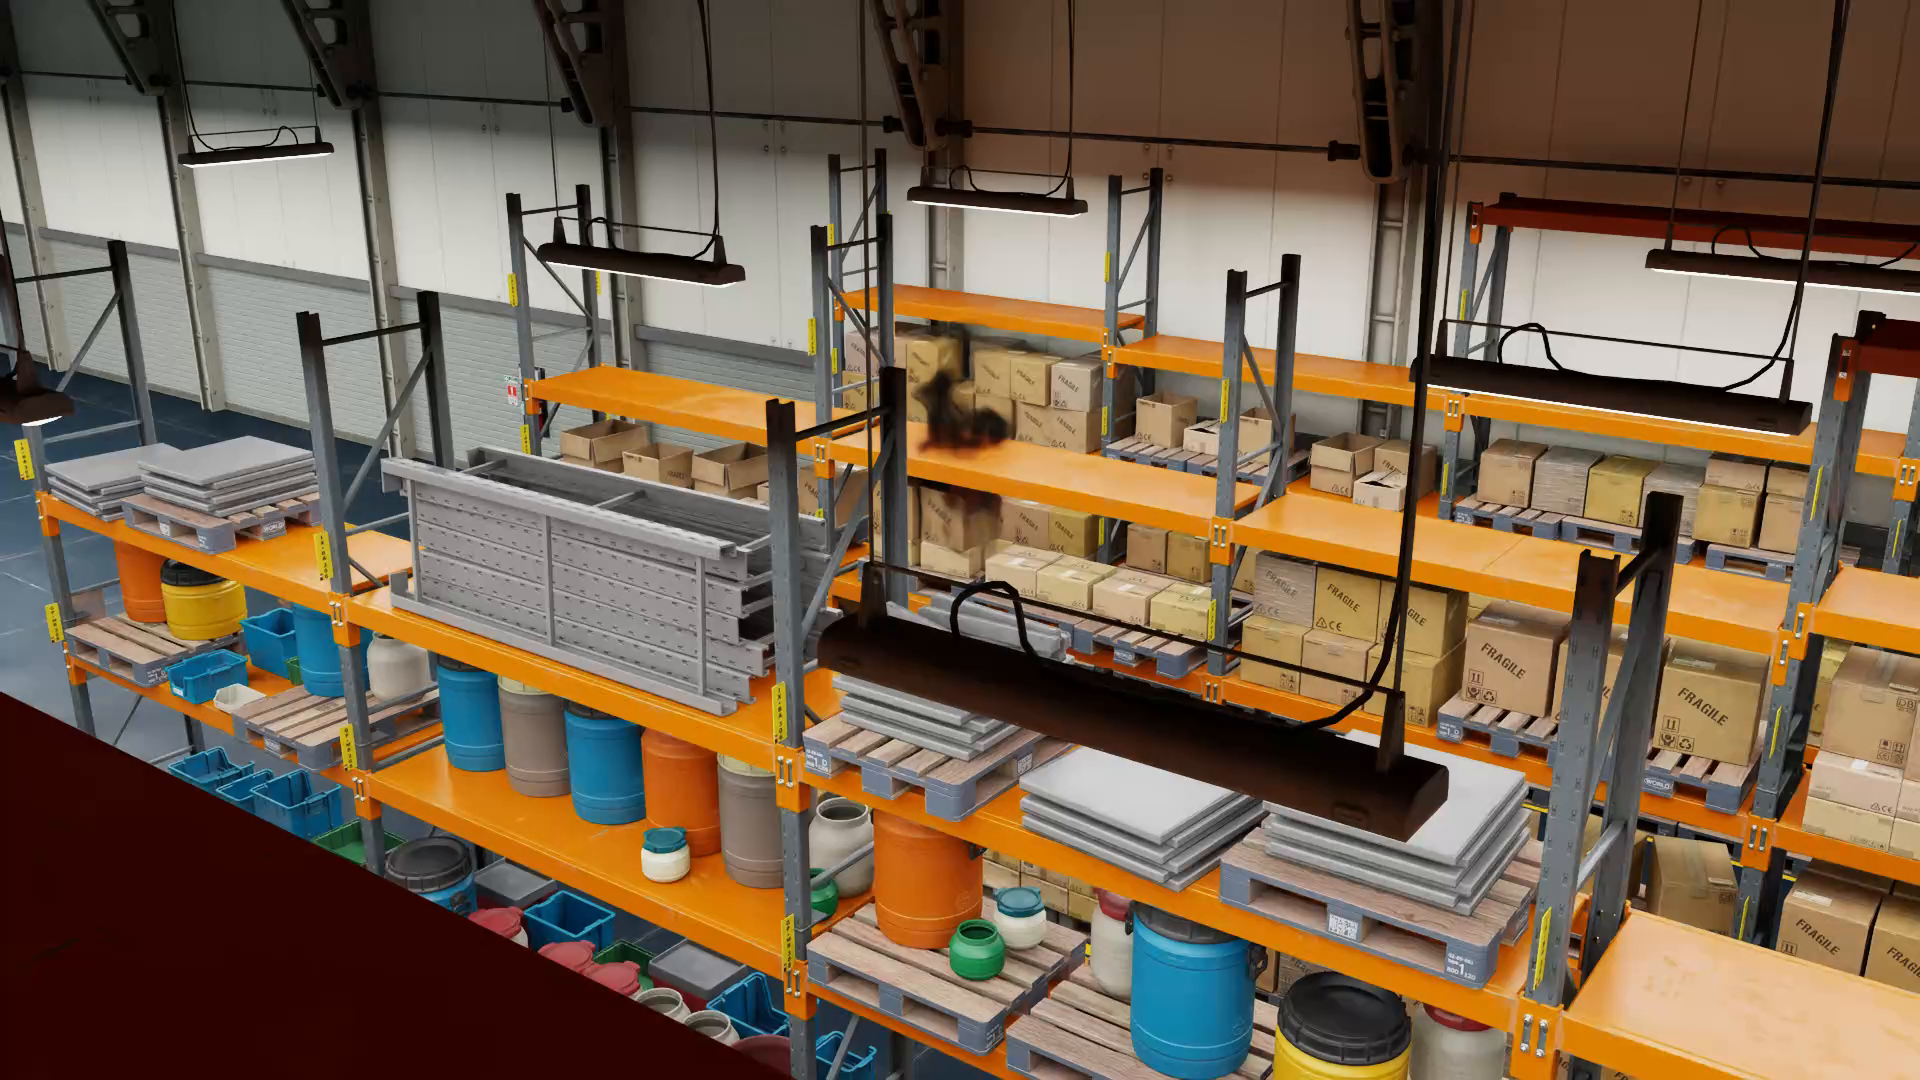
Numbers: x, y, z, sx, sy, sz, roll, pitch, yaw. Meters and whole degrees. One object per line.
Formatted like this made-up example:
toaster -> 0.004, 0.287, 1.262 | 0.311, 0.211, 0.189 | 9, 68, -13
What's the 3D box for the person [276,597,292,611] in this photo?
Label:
person -> -7.191, 1.342, 18.461 | 0.909, 1.677, 0.645 | -13, 22, -33
